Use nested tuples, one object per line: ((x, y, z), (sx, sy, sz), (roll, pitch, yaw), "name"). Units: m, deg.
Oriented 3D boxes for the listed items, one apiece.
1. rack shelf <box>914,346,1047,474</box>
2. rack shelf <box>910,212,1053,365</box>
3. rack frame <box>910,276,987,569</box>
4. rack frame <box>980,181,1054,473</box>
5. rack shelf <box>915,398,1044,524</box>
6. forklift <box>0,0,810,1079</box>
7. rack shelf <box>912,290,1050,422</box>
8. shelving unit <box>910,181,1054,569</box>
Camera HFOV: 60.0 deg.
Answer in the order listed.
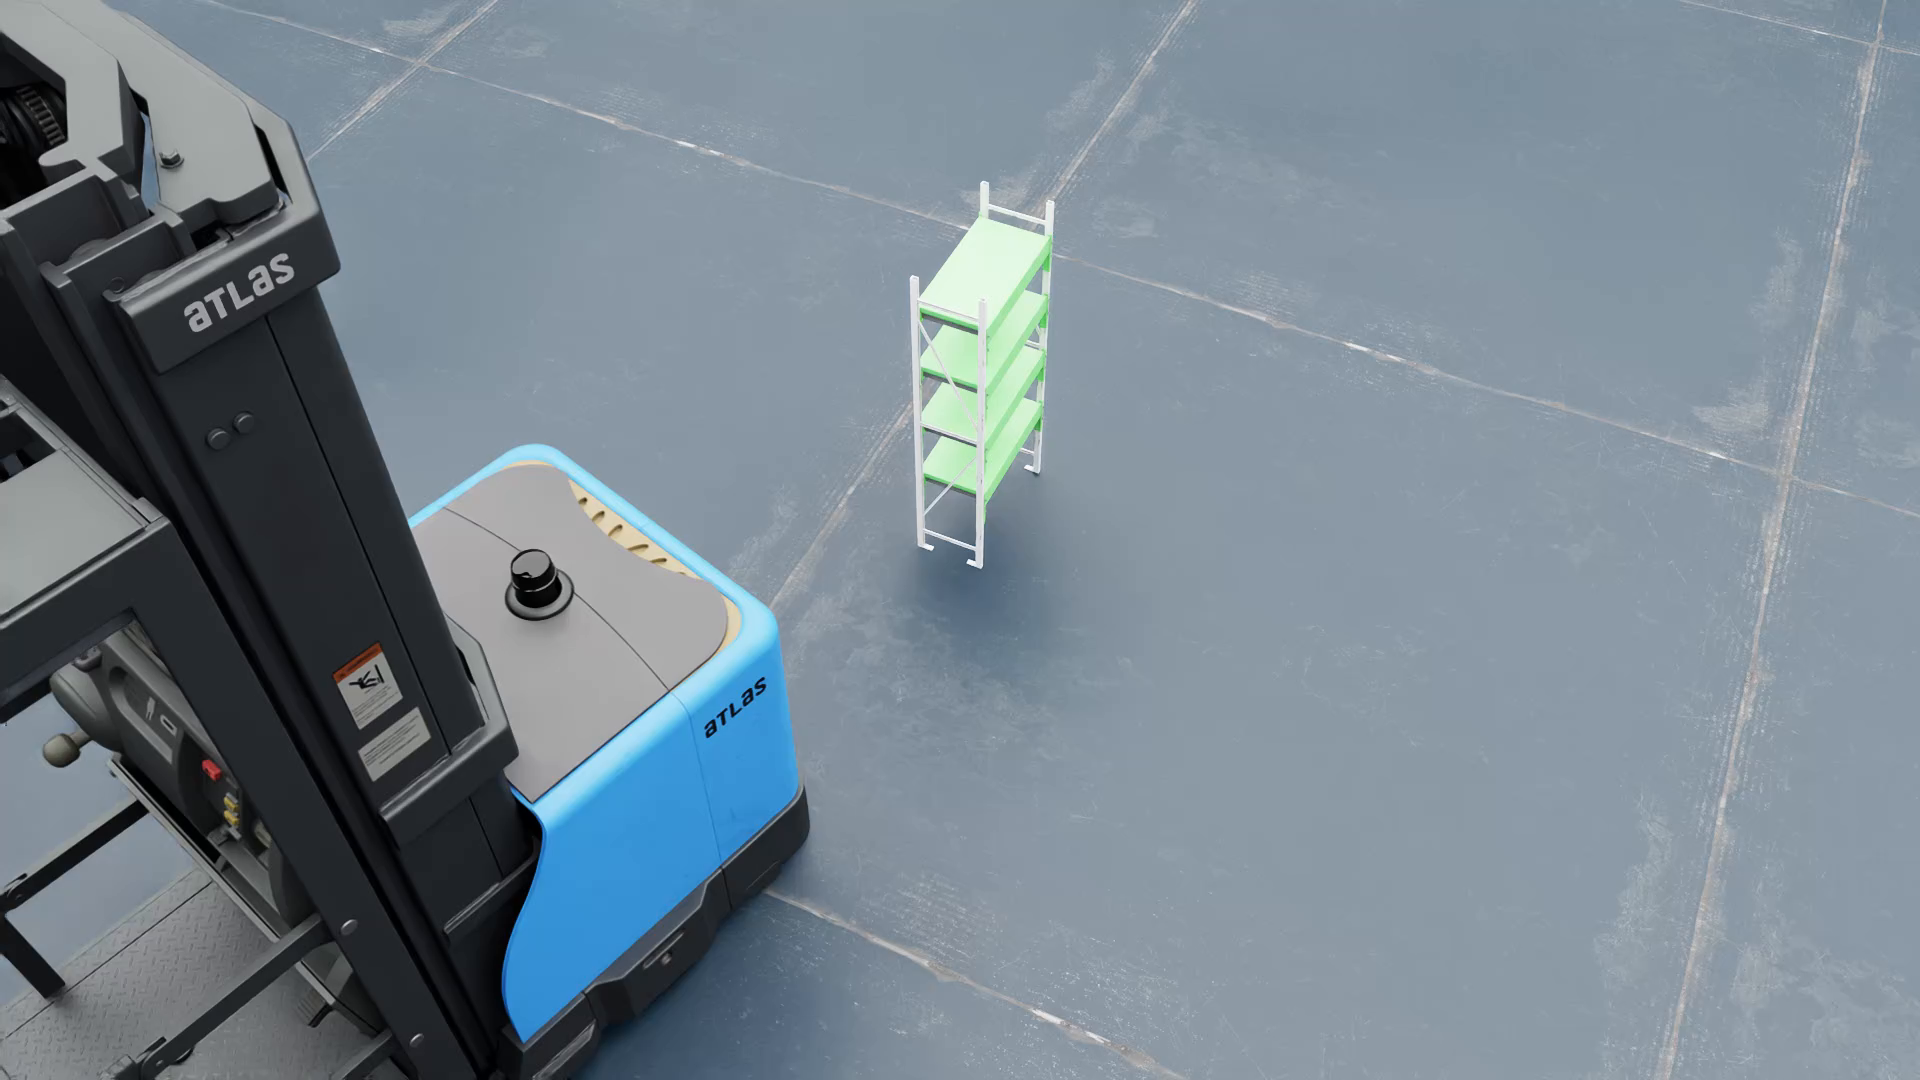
((0.071, -0.461, 5.439), (0.258, 0.148, 0.480), (20, 52, 16), "rack shelf")
((0.071, -0.772, 5.073), (0.258, 0.148, 0.480), (20, 52, 16), "rack shelf")
((-0.034, -0.335, 5.247), (0.240, 1.200, 0.015), (20, 52, 16), "rack frame")
((0.175, -0.671, 5.533), (0.240, 1.200, 0.015), (20, 52, 16), "rack frame")
((0.071, -0.306, 5.621), (0.258, 0.148, 0.480), (20, 52, 16), "rack shelf")
((-1.799, 0.538, 3.368), (1.130, 2.935, 3.031), (34, 58, 26), "forklift")
((0.071, -0.617, 5.256), (0.258, 0.148, 0.480), (20, 52, 16), "rack shelf")
((0.071, -0.503, 5.390), (0.258, 1.200, 0.503), (20, 52, 16), "shelving unit")
